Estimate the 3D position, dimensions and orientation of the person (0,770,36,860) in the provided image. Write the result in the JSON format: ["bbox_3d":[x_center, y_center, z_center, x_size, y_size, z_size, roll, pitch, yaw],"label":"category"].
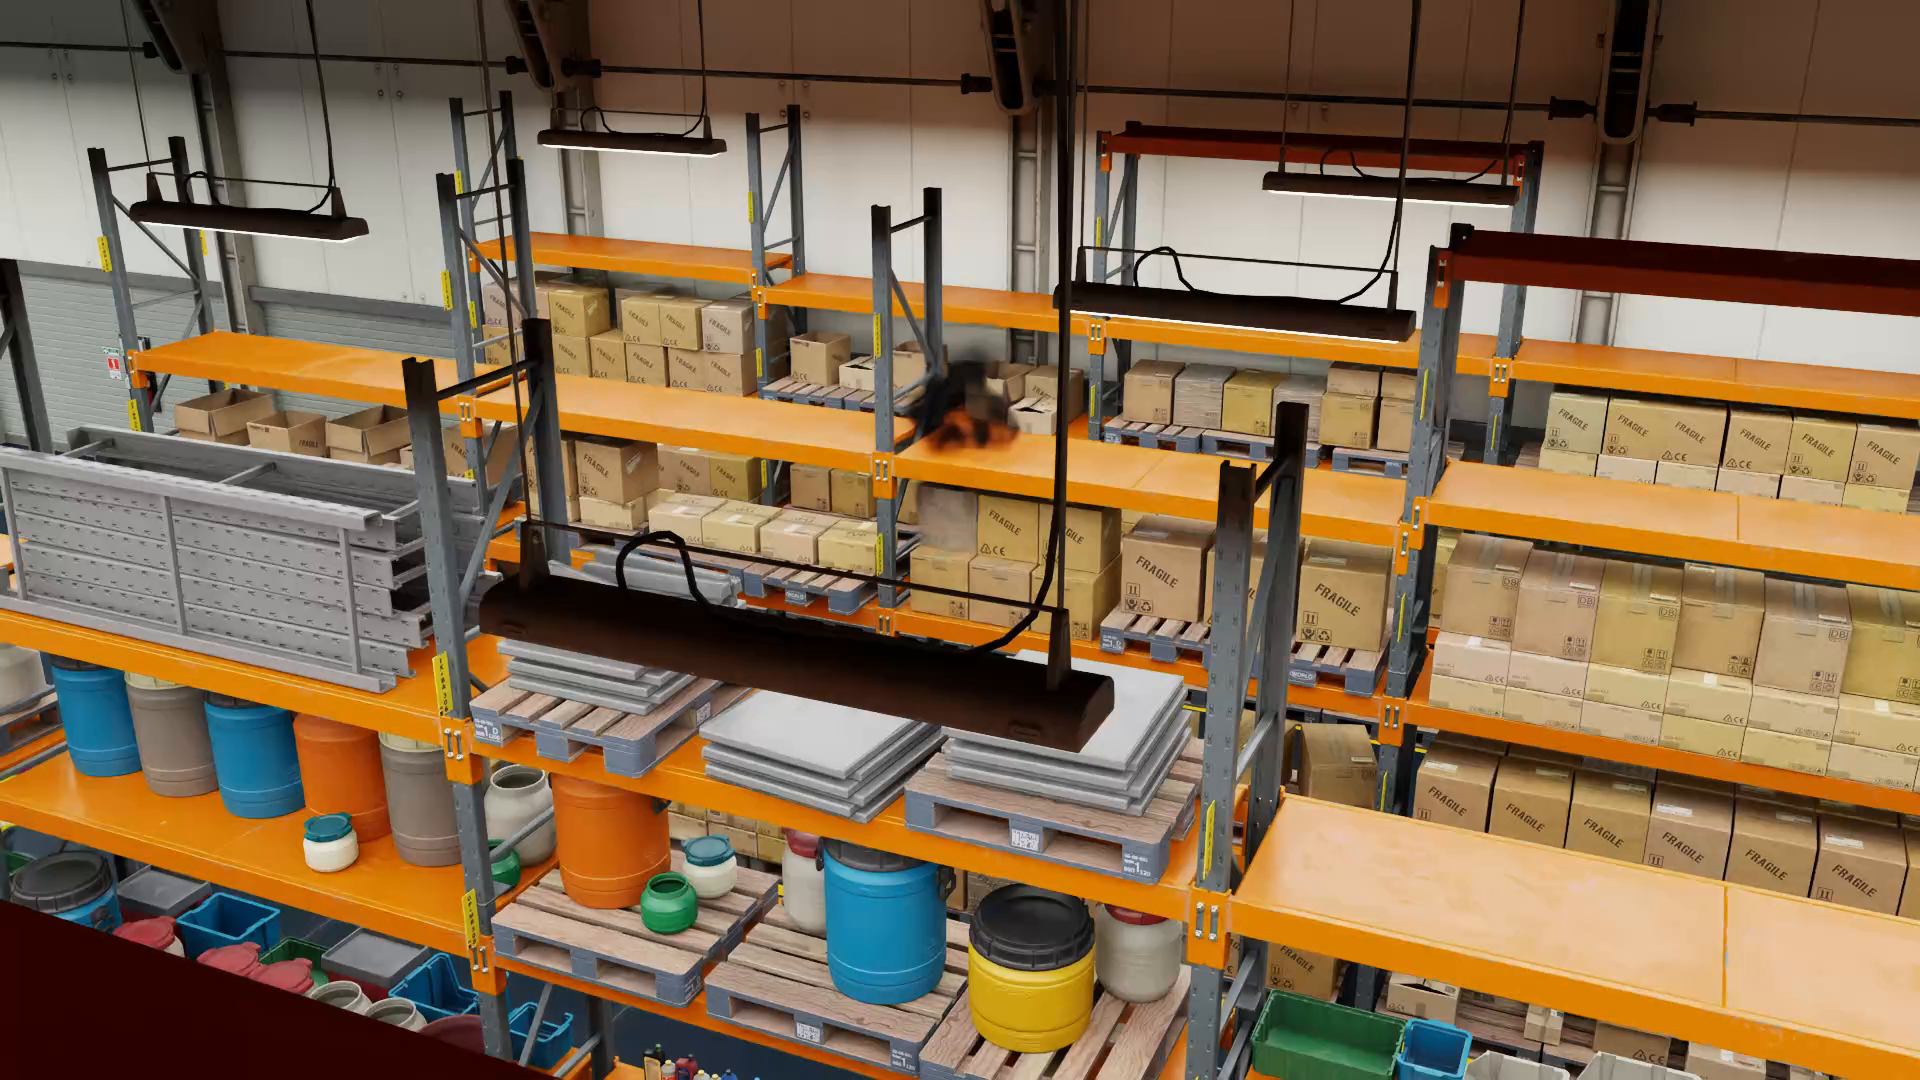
[{"bbox_3d":[-8.044,2.376,13.934,0.778,1.743,0.698,3,21,7],"label":"person"}]
